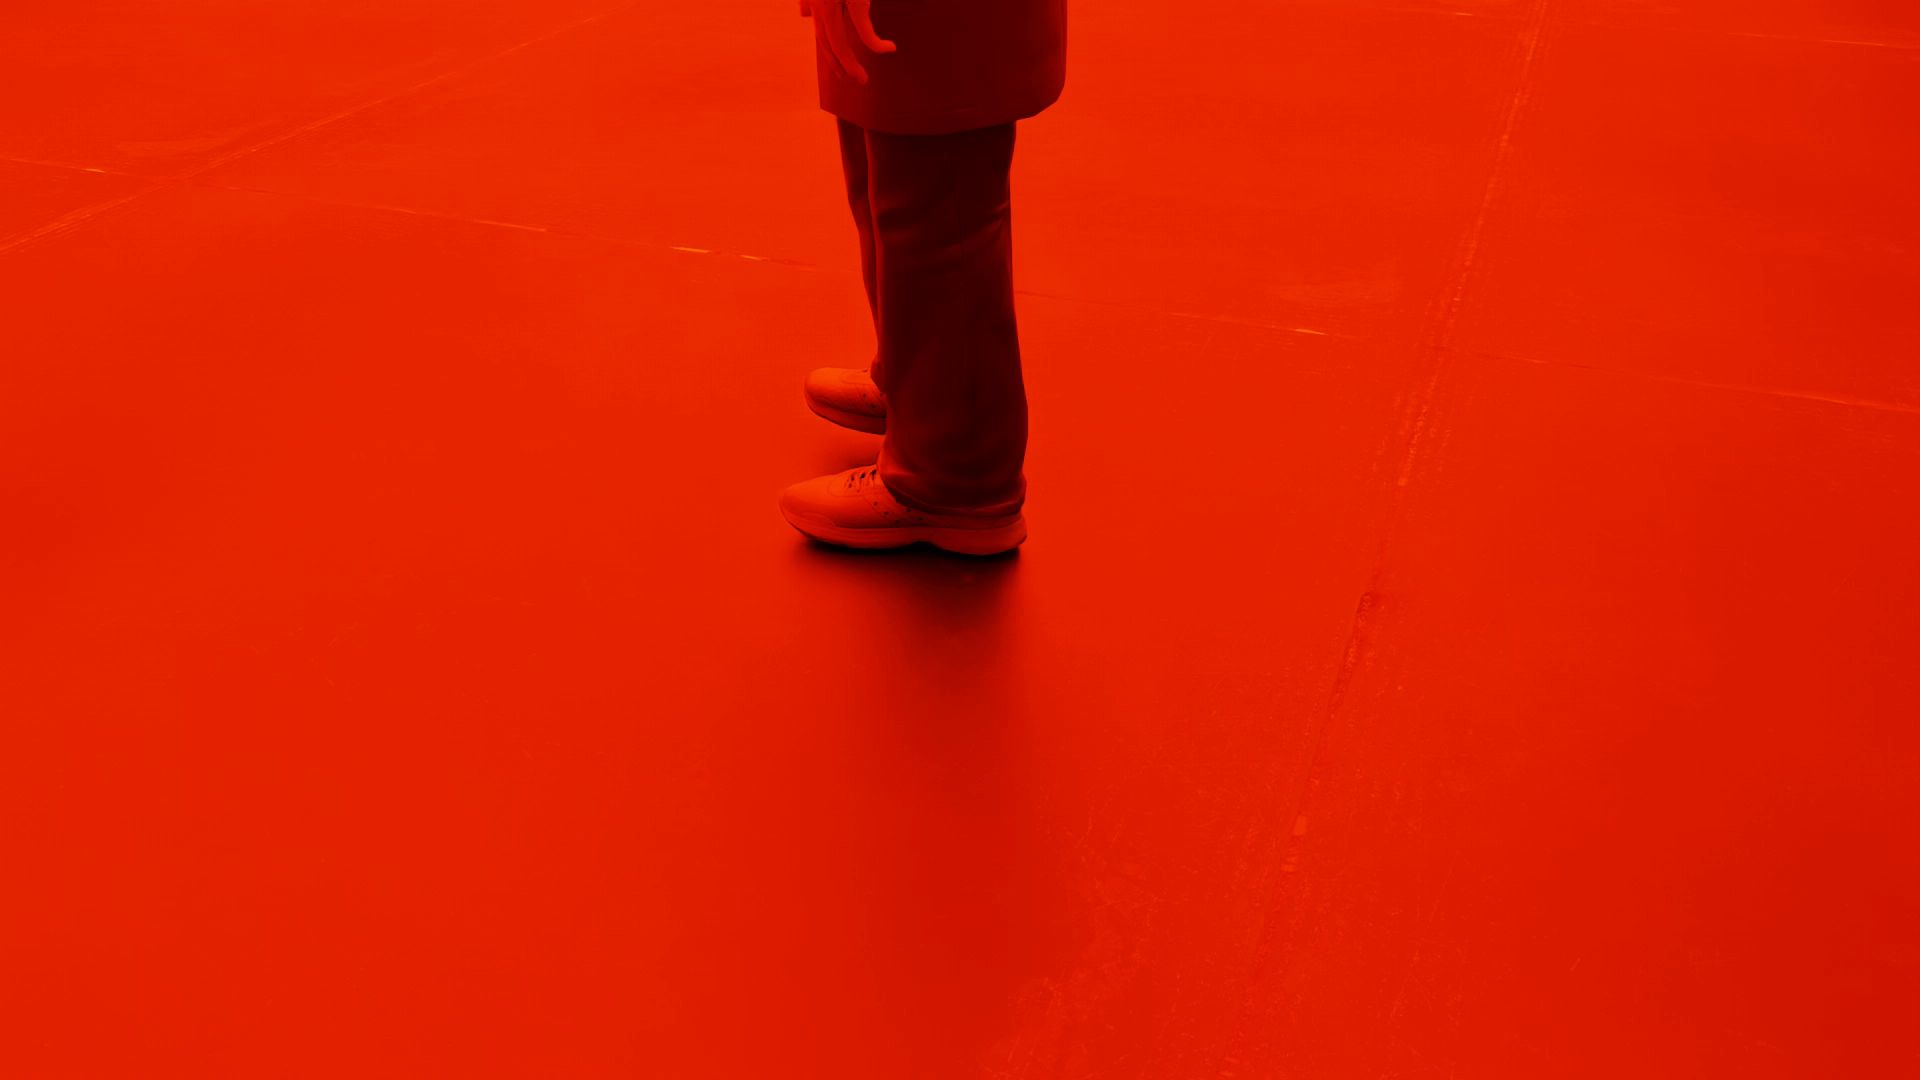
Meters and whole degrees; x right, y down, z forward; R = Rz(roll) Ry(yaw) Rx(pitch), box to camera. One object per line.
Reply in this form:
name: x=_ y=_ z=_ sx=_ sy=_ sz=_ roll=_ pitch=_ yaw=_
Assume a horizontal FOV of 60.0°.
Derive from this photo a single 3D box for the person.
person: x=-0.085 y=-0.797 z=2.090 sx=0.580 sy=1.777 sz=0.696 roll=10 pitch=31 yaw=18
